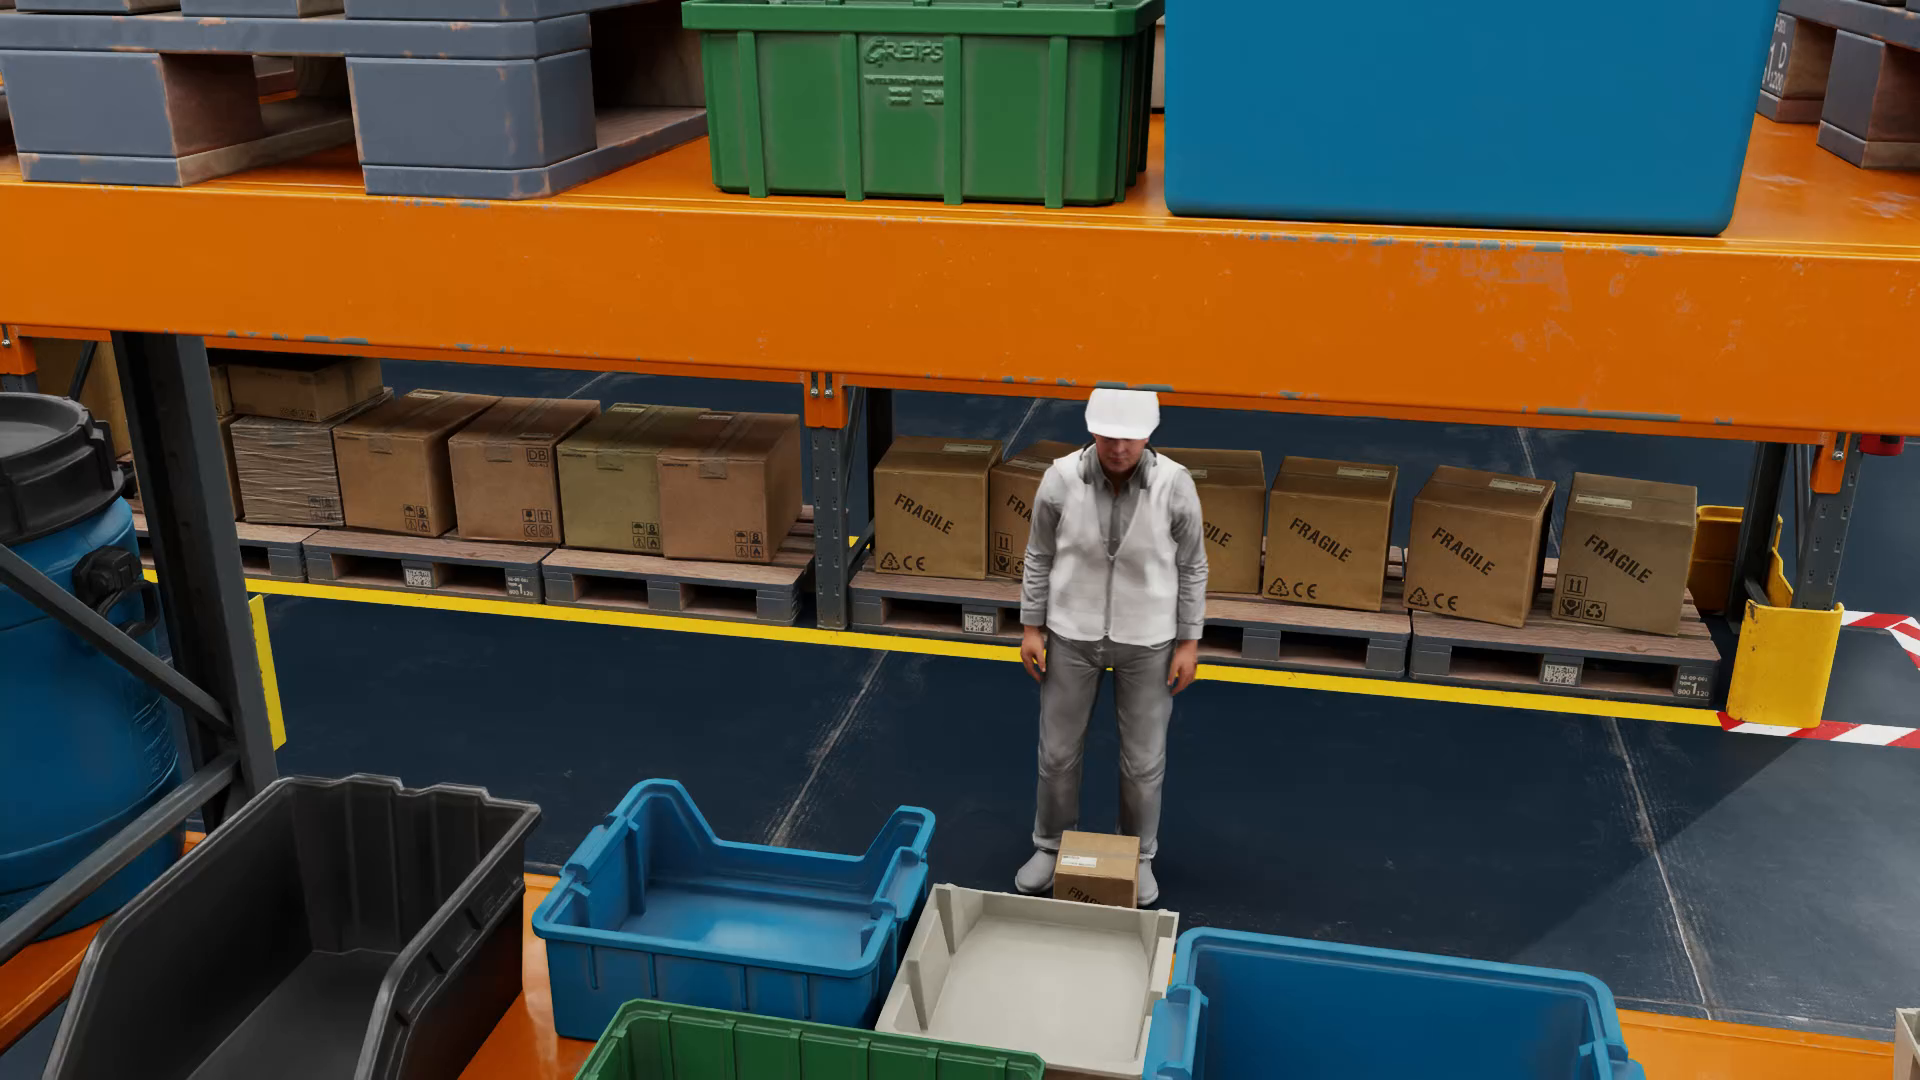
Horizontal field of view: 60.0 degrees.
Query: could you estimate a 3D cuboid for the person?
[{"bbox_3d":[0.477,0.309,5.260,0.581,1.771,0.464,4,22,11],"label":"person"}]
